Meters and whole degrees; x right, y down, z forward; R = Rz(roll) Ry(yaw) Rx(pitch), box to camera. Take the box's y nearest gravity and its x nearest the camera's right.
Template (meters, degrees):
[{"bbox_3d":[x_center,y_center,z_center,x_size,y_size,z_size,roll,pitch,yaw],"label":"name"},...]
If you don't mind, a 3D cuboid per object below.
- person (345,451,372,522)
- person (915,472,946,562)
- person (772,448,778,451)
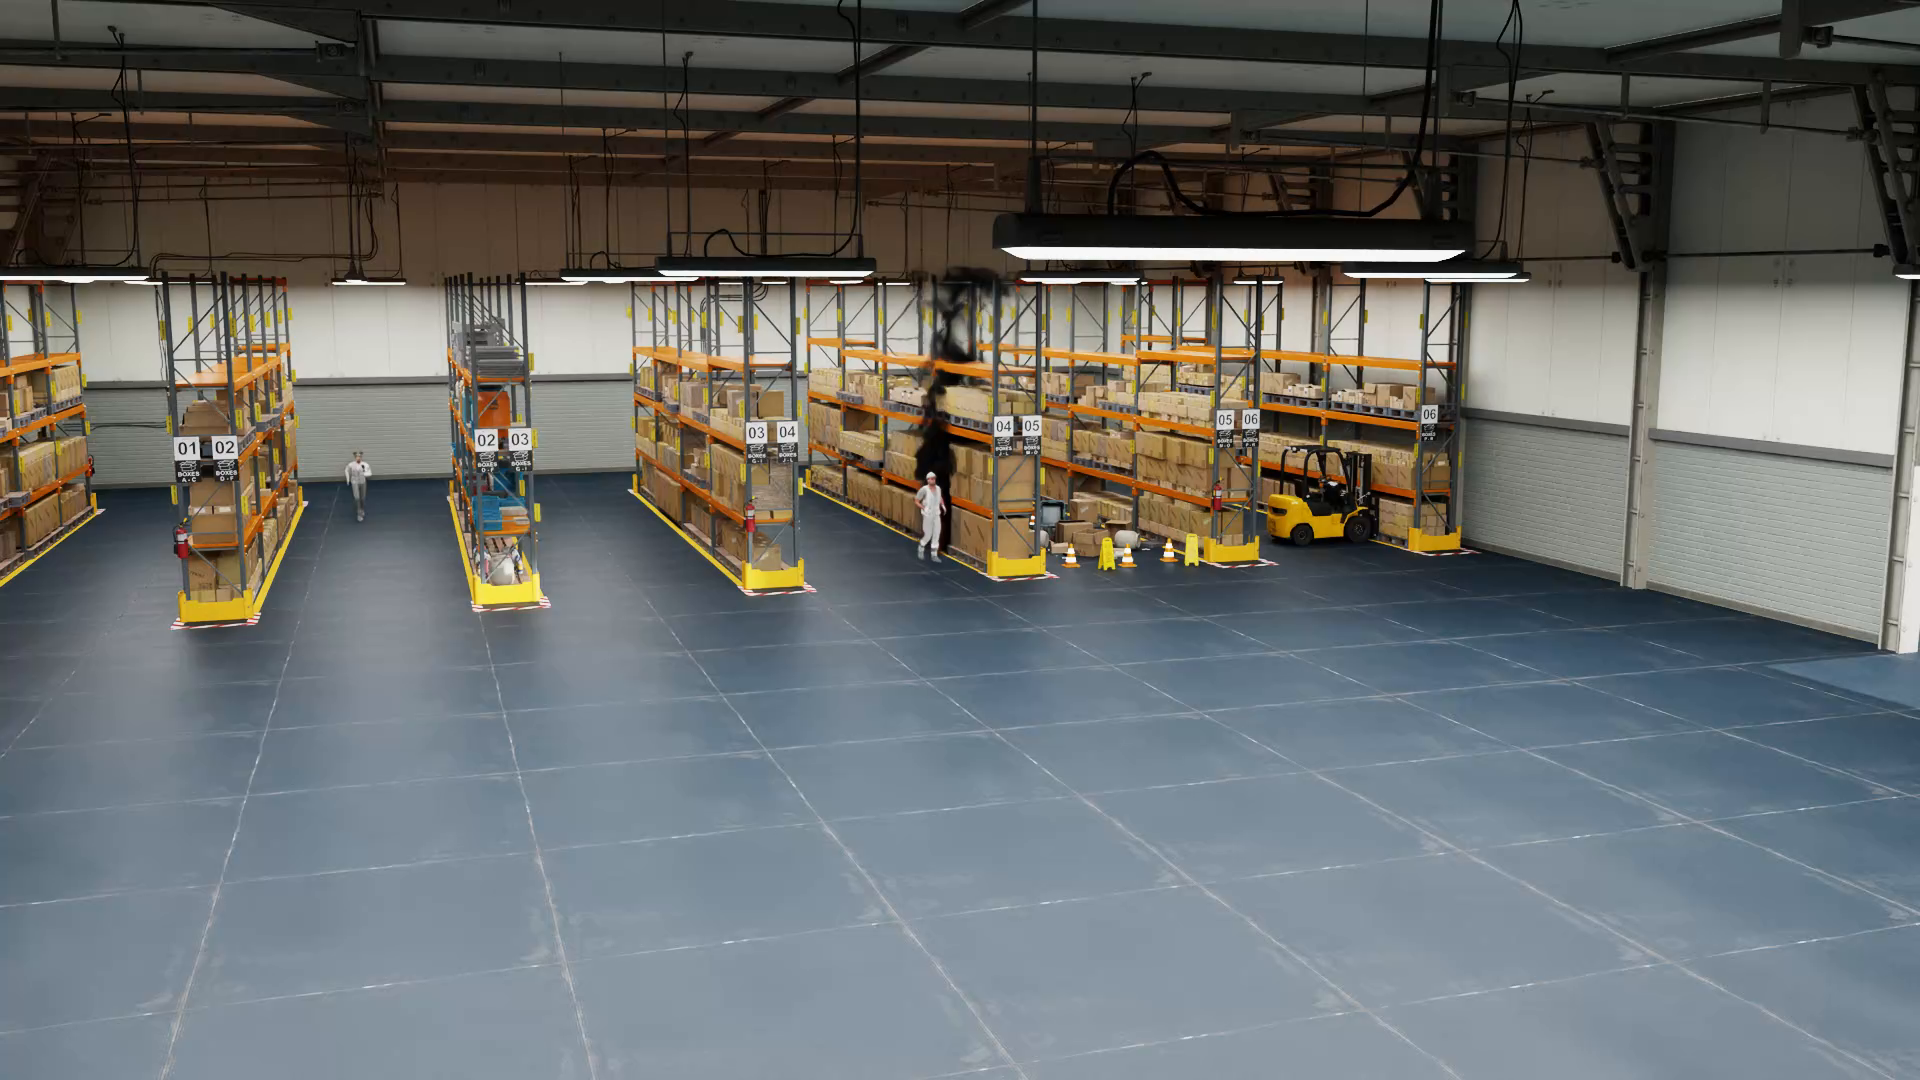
[{"bbox_3d":[-14.962,-1.362,41.427,0.580,1.739,0.842,-4,10,-27],"label":"person"},{"bbox_3d":[-0.583,-0.474,33.429,0.684,1.795,0.726,-5,10,-32],"label":"person"},{"bbox_3d":[-5.321,-2.274,47.145,0.666,1.771,0.996,-3,9,-17],"label":"person"}]
